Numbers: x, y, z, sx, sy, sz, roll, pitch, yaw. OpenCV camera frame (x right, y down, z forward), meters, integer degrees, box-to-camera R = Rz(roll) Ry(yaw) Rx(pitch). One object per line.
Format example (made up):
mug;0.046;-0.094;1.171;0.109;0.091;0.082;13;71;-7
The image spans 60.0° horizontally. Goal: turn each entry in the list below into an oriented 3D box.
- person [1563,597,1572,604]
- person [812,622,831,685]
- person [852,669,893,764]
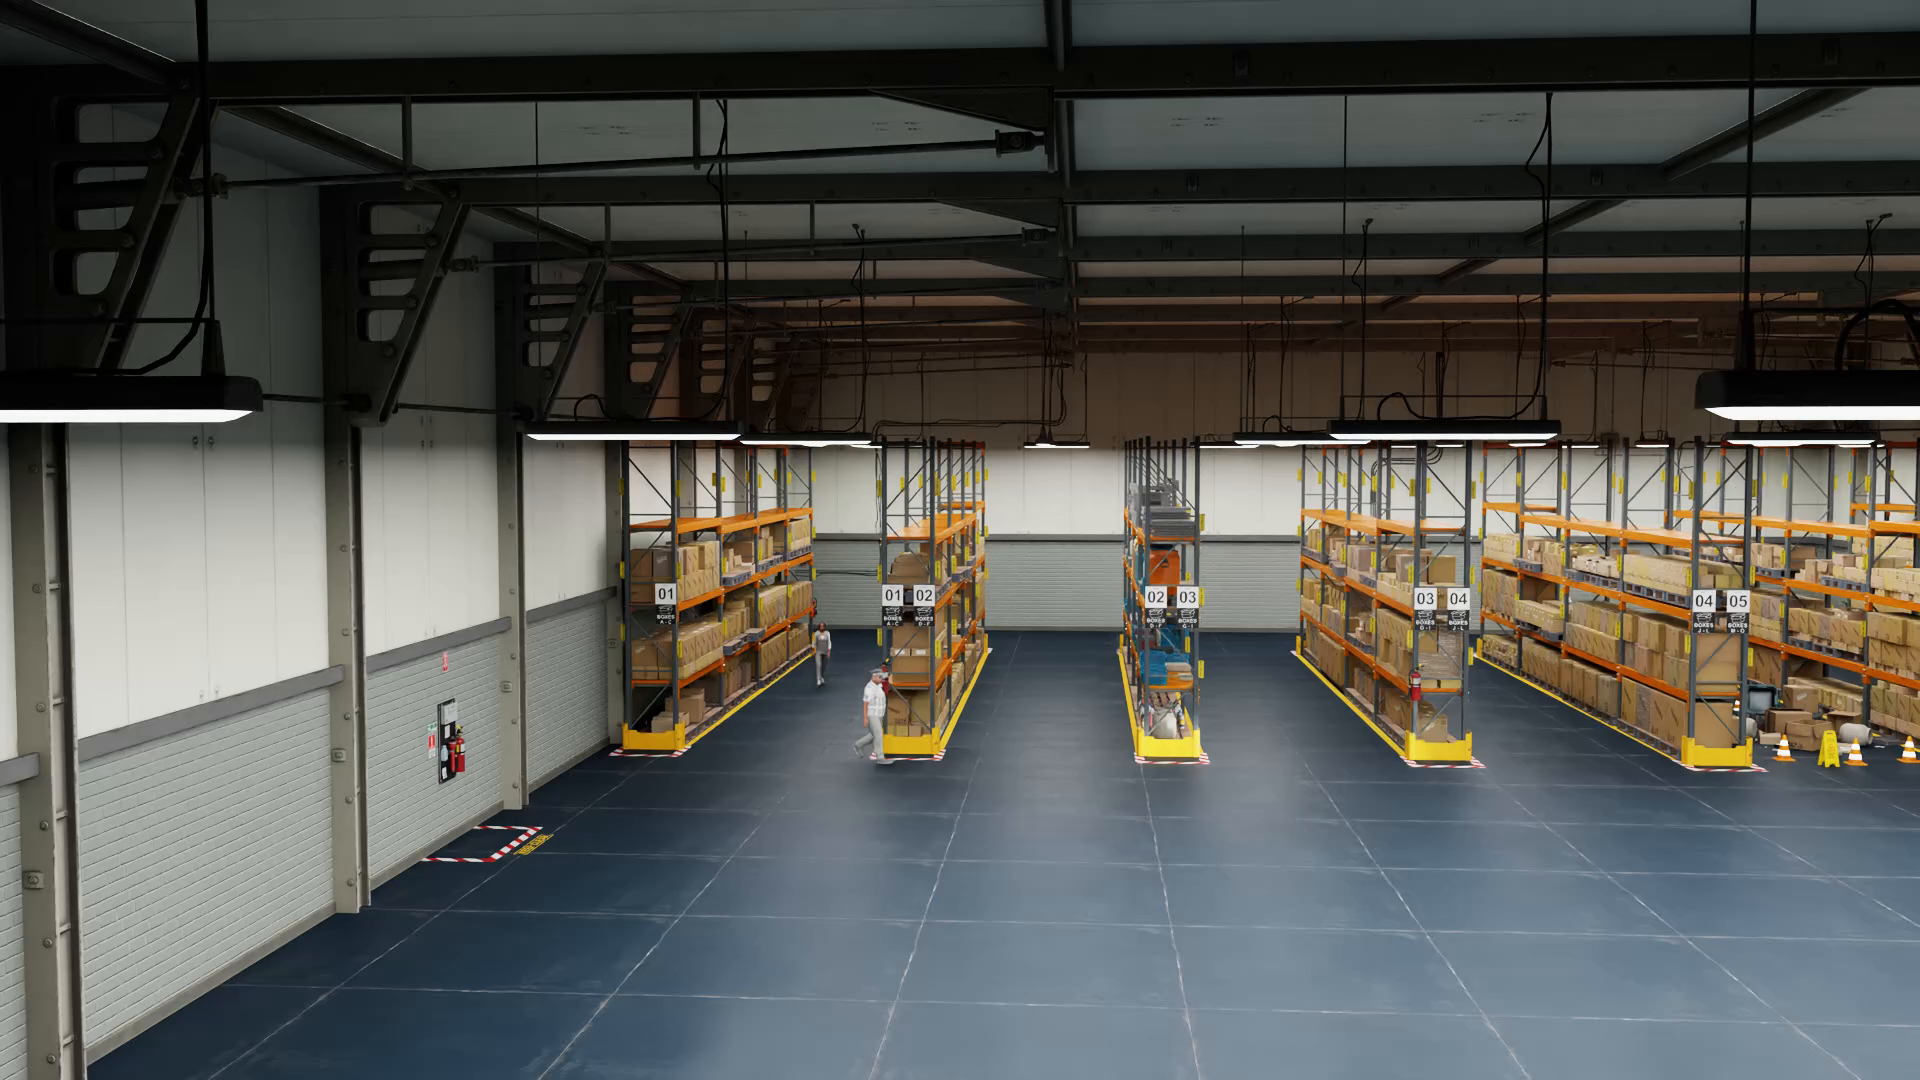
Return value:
person;16.583;2.419;45.362;0.566;1.772;0.537;0;3;3
person;-3.366;2.767;40.523;0.452;1.529;0.969;-1;3;-17
person;-1.600;3.213;30.558;0.913;1.719;0.572;1;3;22
